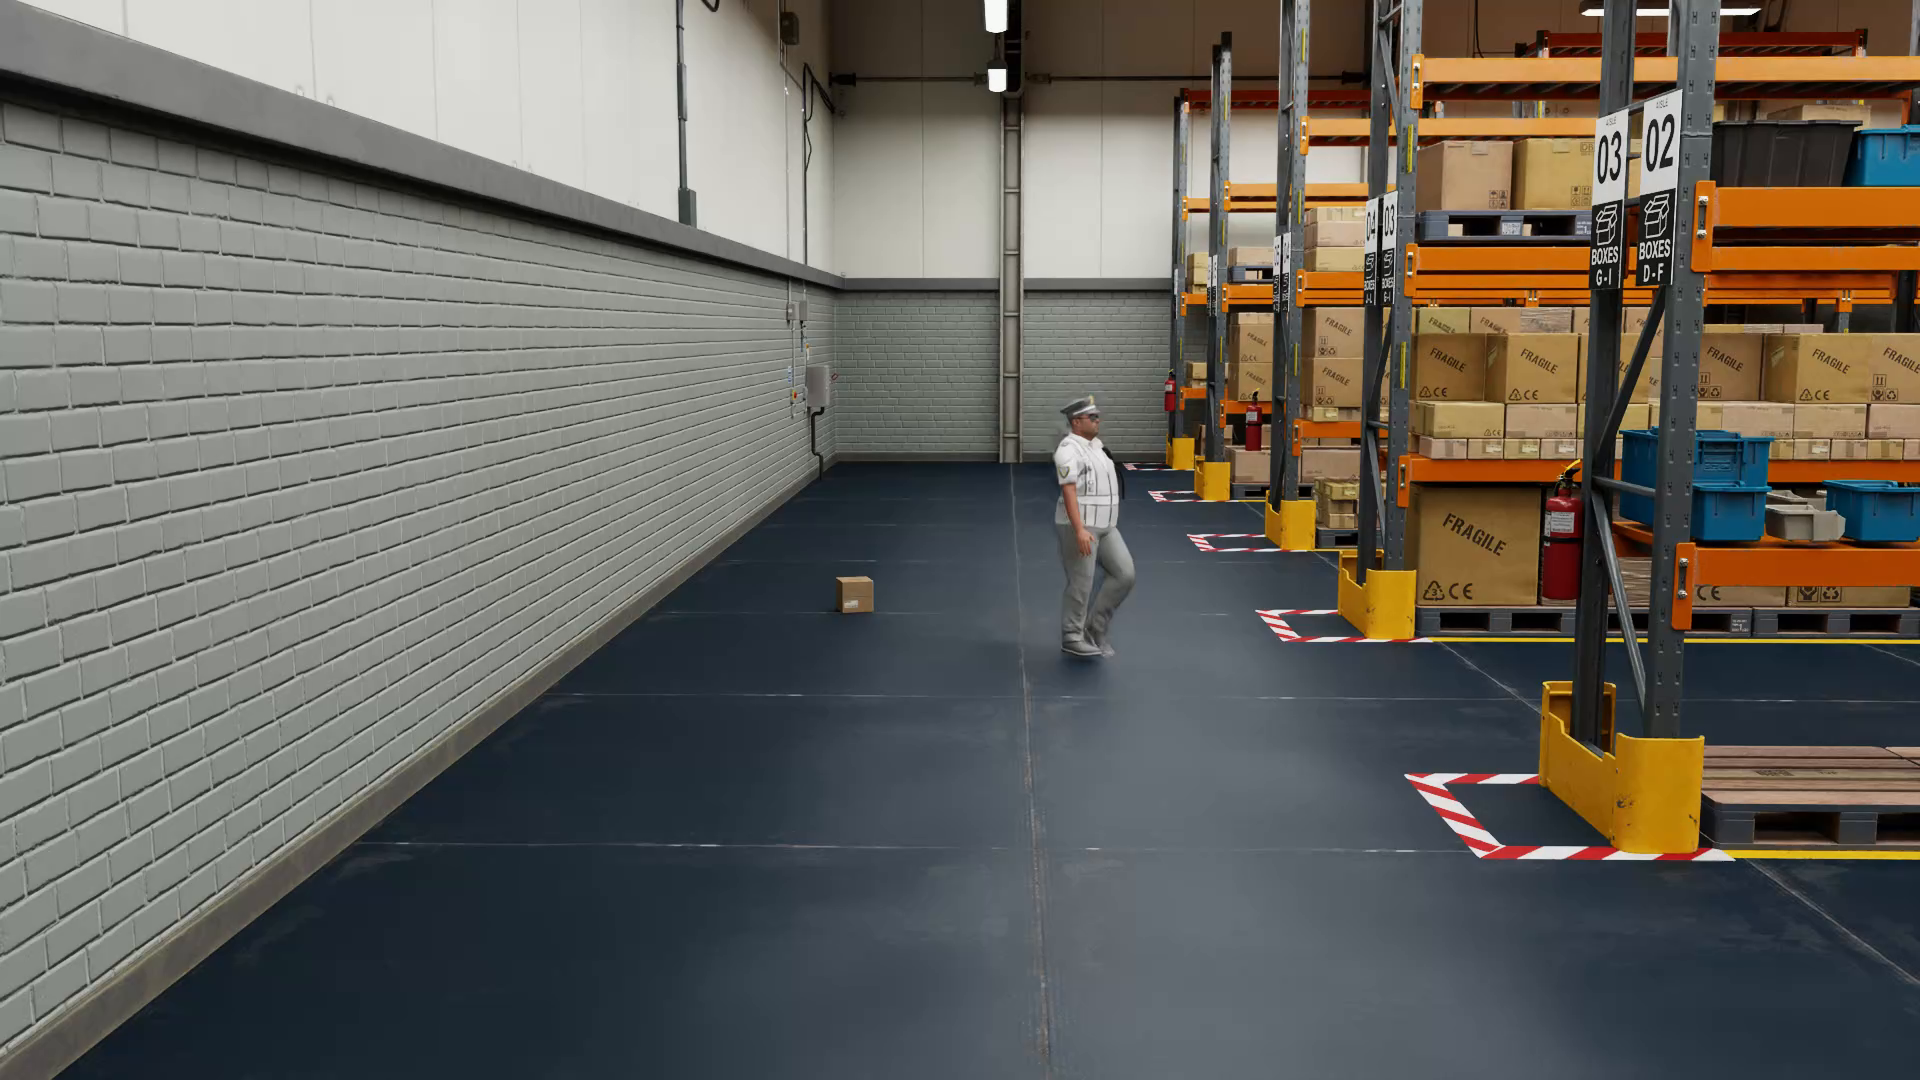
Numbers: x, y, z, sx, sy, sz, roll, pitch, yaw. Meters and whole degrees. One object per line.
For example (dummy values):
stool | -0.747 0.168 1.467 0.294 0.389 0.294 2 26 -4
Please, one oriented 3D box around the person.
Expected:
person | 0.898 -0.068 11.208 0.473 1.820 0.538 6 9 39
